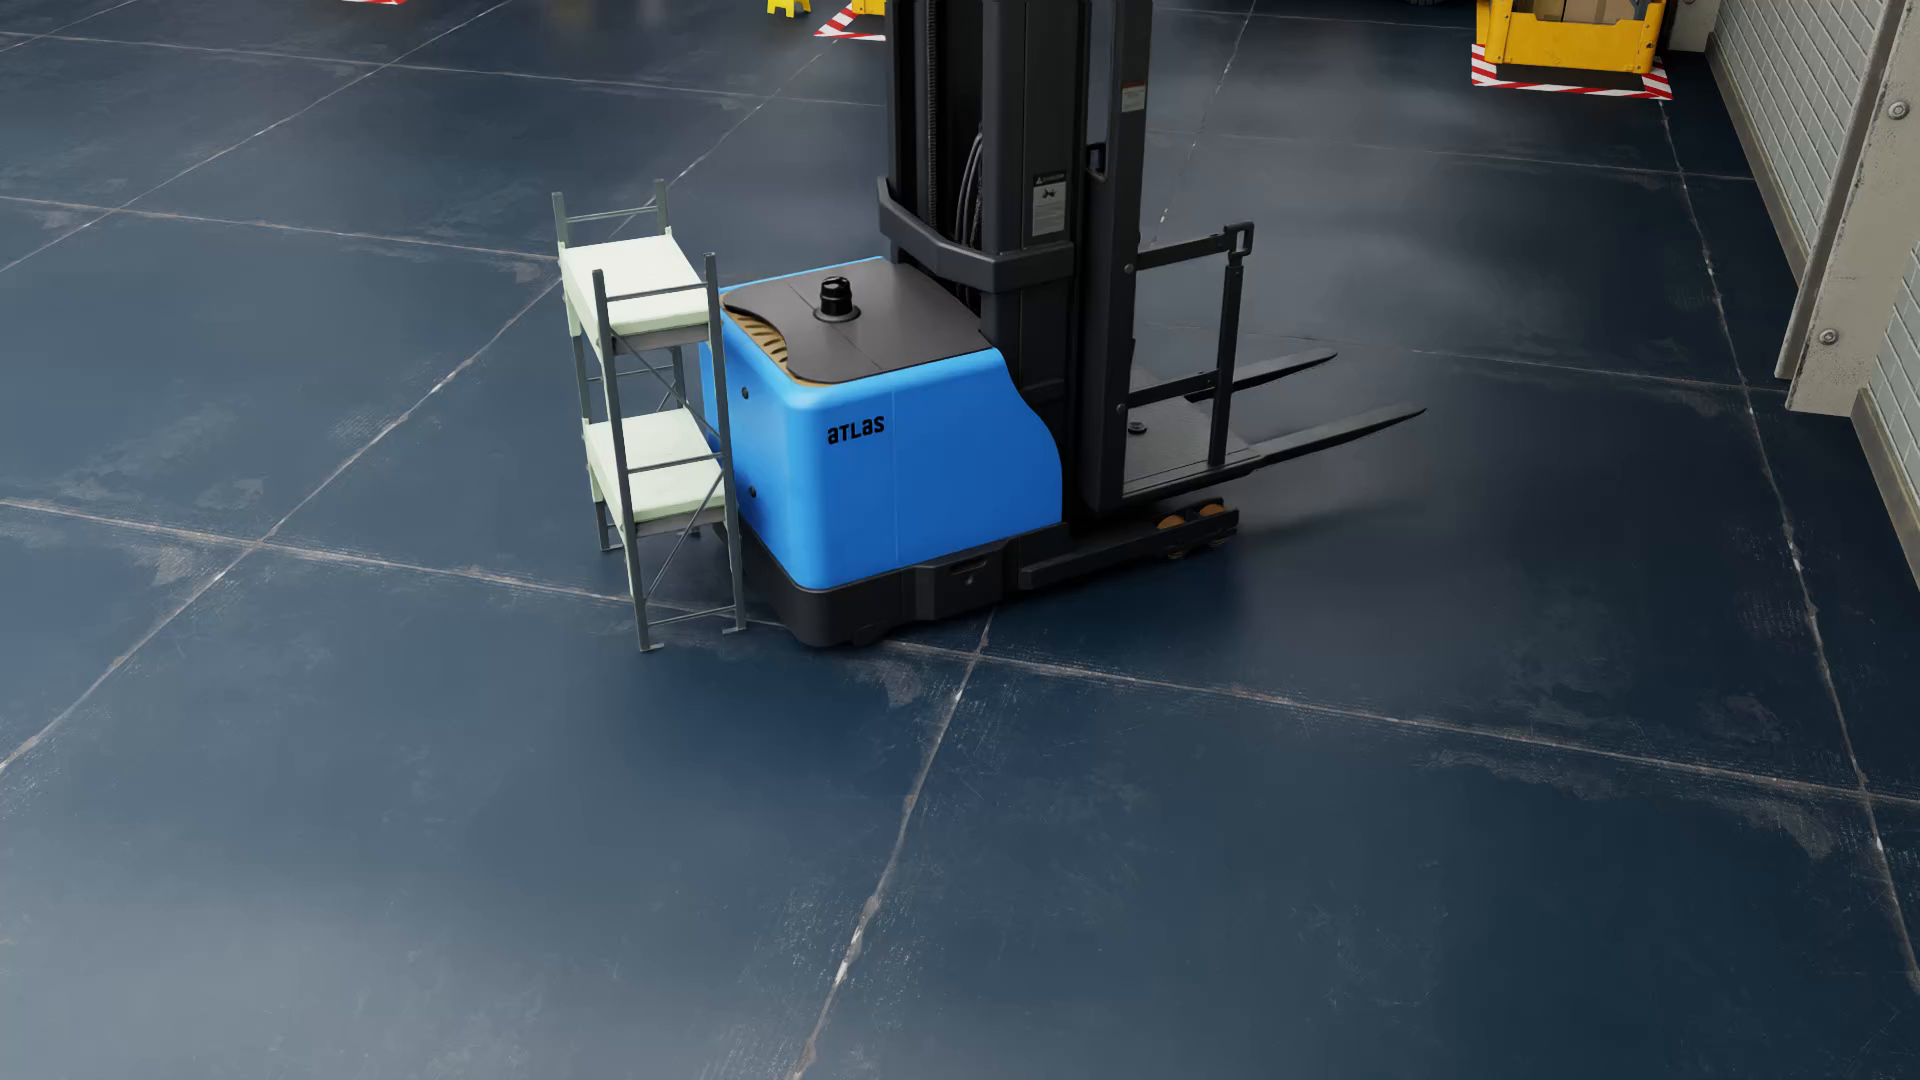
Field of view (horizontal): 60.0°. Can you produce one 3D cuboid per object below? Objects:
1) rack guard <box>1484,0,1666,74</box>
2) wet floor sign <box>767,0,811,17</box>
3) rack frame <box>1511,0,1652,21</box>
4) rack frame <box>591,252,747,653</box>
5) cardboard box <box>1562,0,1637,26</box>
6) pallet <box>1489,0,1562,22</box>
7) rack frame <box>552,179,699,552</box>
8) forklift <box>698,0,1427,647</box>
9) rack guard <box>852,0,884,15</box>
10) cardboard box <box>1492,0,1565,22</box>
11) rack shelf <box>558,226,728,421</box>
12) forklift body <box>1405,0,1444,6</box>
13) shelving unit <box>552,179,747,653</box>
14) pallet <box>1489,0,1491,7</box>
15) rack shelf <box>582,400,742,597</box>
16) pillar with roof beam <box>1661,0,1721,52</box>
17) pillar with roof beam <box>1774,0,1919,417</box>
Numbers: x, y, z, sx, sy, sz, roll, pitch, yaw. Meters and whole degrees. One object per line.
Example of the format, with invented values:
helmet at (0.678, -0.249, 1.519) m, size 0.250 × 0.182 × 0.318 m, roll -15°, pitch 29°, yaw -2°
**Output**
rack guard at (4.494, -3.758, 12.196) m, size 1.175 × 0.500 × 0.348 m, roll 8°, pitch 33°, yaw 12°
wet floor sign at (-1.385, -4.553, 13.310) m, size 0.267 × 0.644 × 0.232 m, roll 20°, pitch 38°, yaw 29°
rack frame at (4.500, -4.826, 11.545) m, size 1.000 × 3.000 × 0.127 m, roll 8°, pitch 33°, yaw 12°
rack frame at (-0.987, -0.263, 5.766) m, size 0.400 × 1.500 × 0.023 m, roll -12°, pitch 34°, yaw -18°
cardboard box at (4.814, -4.071, 12.529) m, size 0.500 × 0.250 × 0.500 m, roll 8°, pitch 33°, yaw 13°
pallet at (4.654, -4.051, 12.926) m, size 1.003 × 0.211 × 1.213 m, roll 8°, pitch 33°, yaw 12°
rack frame at (-1.255, -0.629, 6.341) m, size 0.400 × 1.500 × 0.023 m, roll -12°, pitch 34°, yaw -18°
forklift at (0.543, -1.399, 6.219) m, size 3.031 × 2.935 × 1.130 m, roll -16°, pitch 36°, yaw -23°
rack guard at (-0.283, -4.484, 13.337) m, size 1.175 × 0.500 × 0.348 m, roll 8°, pitch 33°, yaw 12°
cardboard box at (4.314, -4.129, 12.621) m, size 0.500 × 0.250 × 0.500 m, roll 8°, pitch 33°, yaw 13°
rack shelf at (-1.121, -0.775, 5.844) m, size 0.431 × 0.370 × 0.720 m, roll -12°, pitch 34°, yaw -18°
forklift body at (3.217, -5.700, 13.711) m, size 2.313 × 2.155 × 1.214 m, roll 8°, pitch 33°, yaw 12°
shelving unit at (-1.121, -0.446, 6.053) m, size 0.431 × 1.500 × 0.755 m, roll -12°, pitch 34°, yaw -18°
pallet at (4.966, -4.683, 13.919) m, size 1.003 × 0.211 × 1.213 m, roll 8°, pitch 33°, yaw 12°
rack shelf at (-1.121, -0.171, 6.228) m, size 0.431 × 0.370 × 0.720 m, roll -12°, pitch 34°, yaw -18°
pillar with roof beam at (1.385, -8.182, 11.233) m, size 9.100 × 9.000 × 0.400 m, roll 8°, pitch 33°, yaw 12°
pillar with roof beam at (-0.138, -5.068, 6.335) m, size 9.100 × 9.000 × 0.400 m, roll 8°, pitch 33°, yaw 12°
